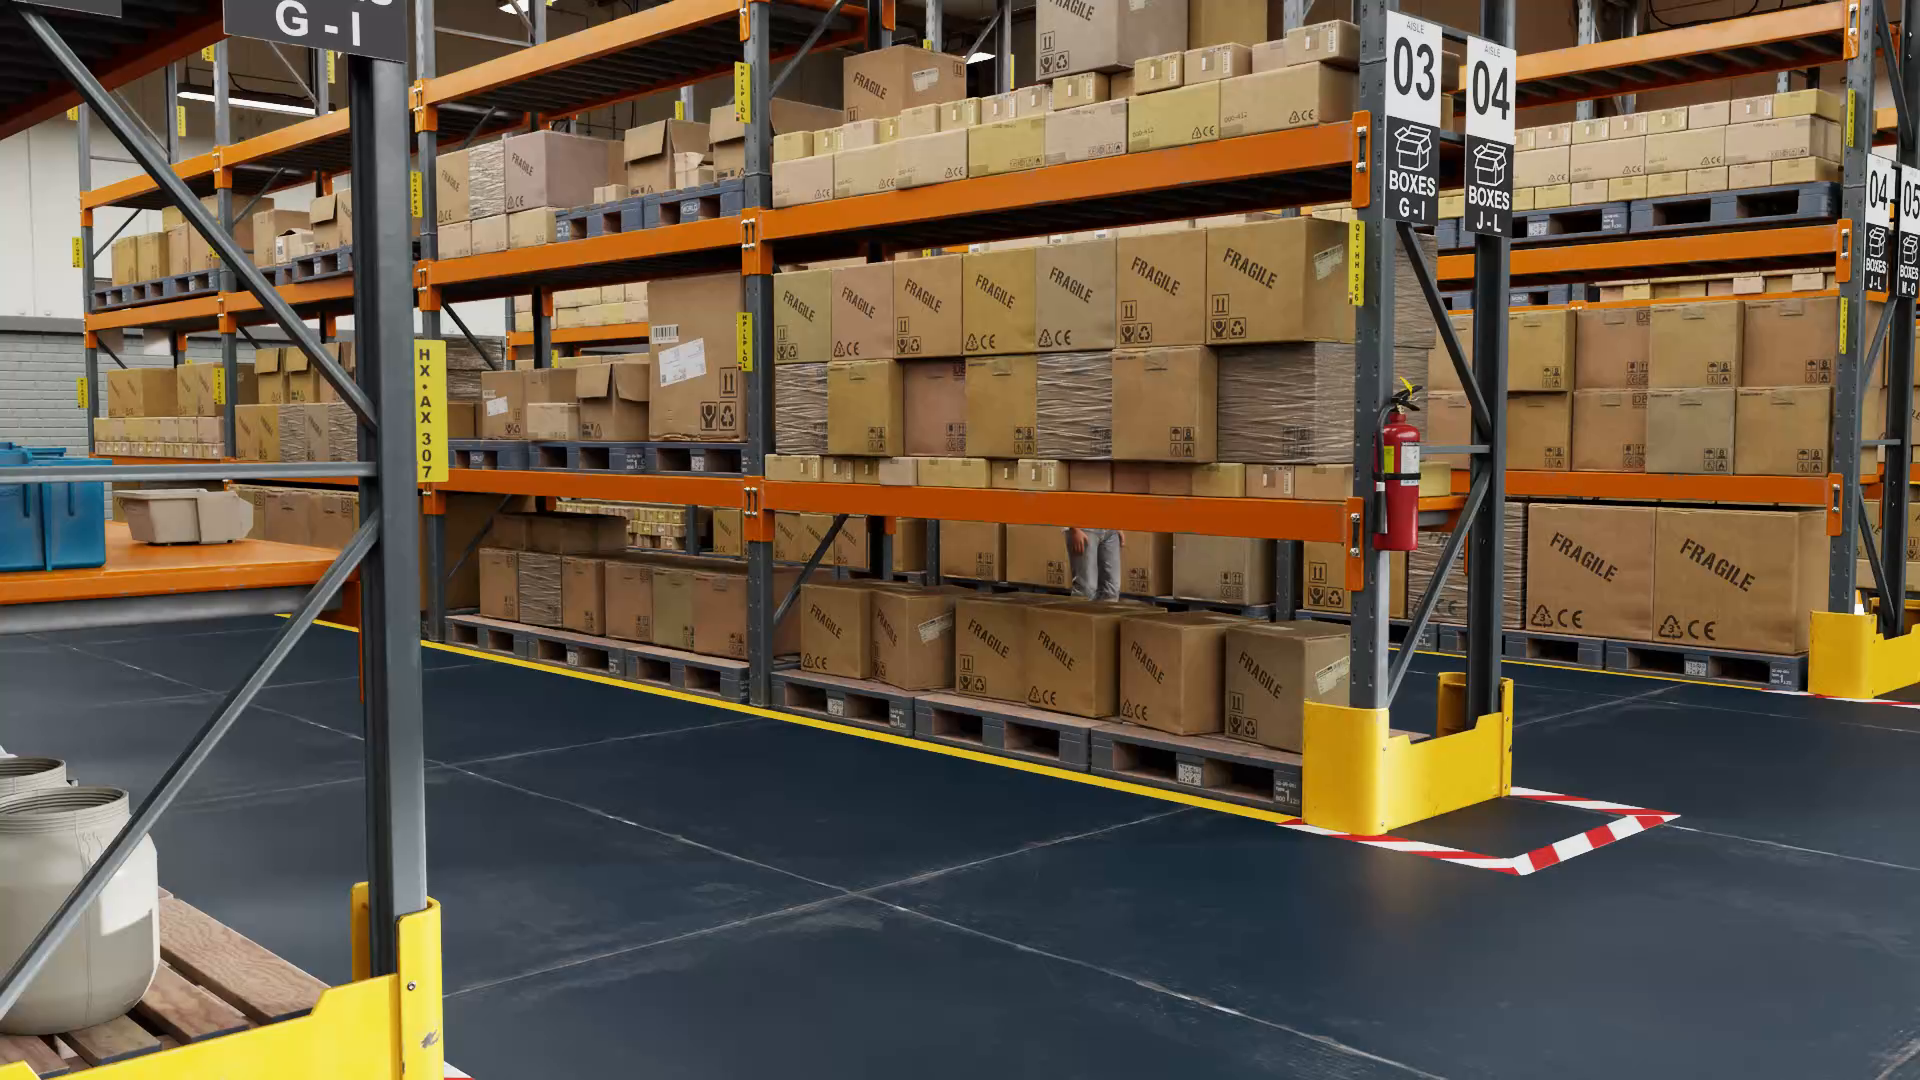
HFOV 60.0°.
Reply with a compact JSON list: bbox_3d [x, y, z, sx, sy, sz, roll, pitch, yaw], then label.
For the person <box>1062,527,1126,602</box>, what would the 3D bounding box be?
[{"bbox_3d":[0.944,-0.066,11.542,0.459,1.772,0.594,4,5,43],"label":"person"}]
